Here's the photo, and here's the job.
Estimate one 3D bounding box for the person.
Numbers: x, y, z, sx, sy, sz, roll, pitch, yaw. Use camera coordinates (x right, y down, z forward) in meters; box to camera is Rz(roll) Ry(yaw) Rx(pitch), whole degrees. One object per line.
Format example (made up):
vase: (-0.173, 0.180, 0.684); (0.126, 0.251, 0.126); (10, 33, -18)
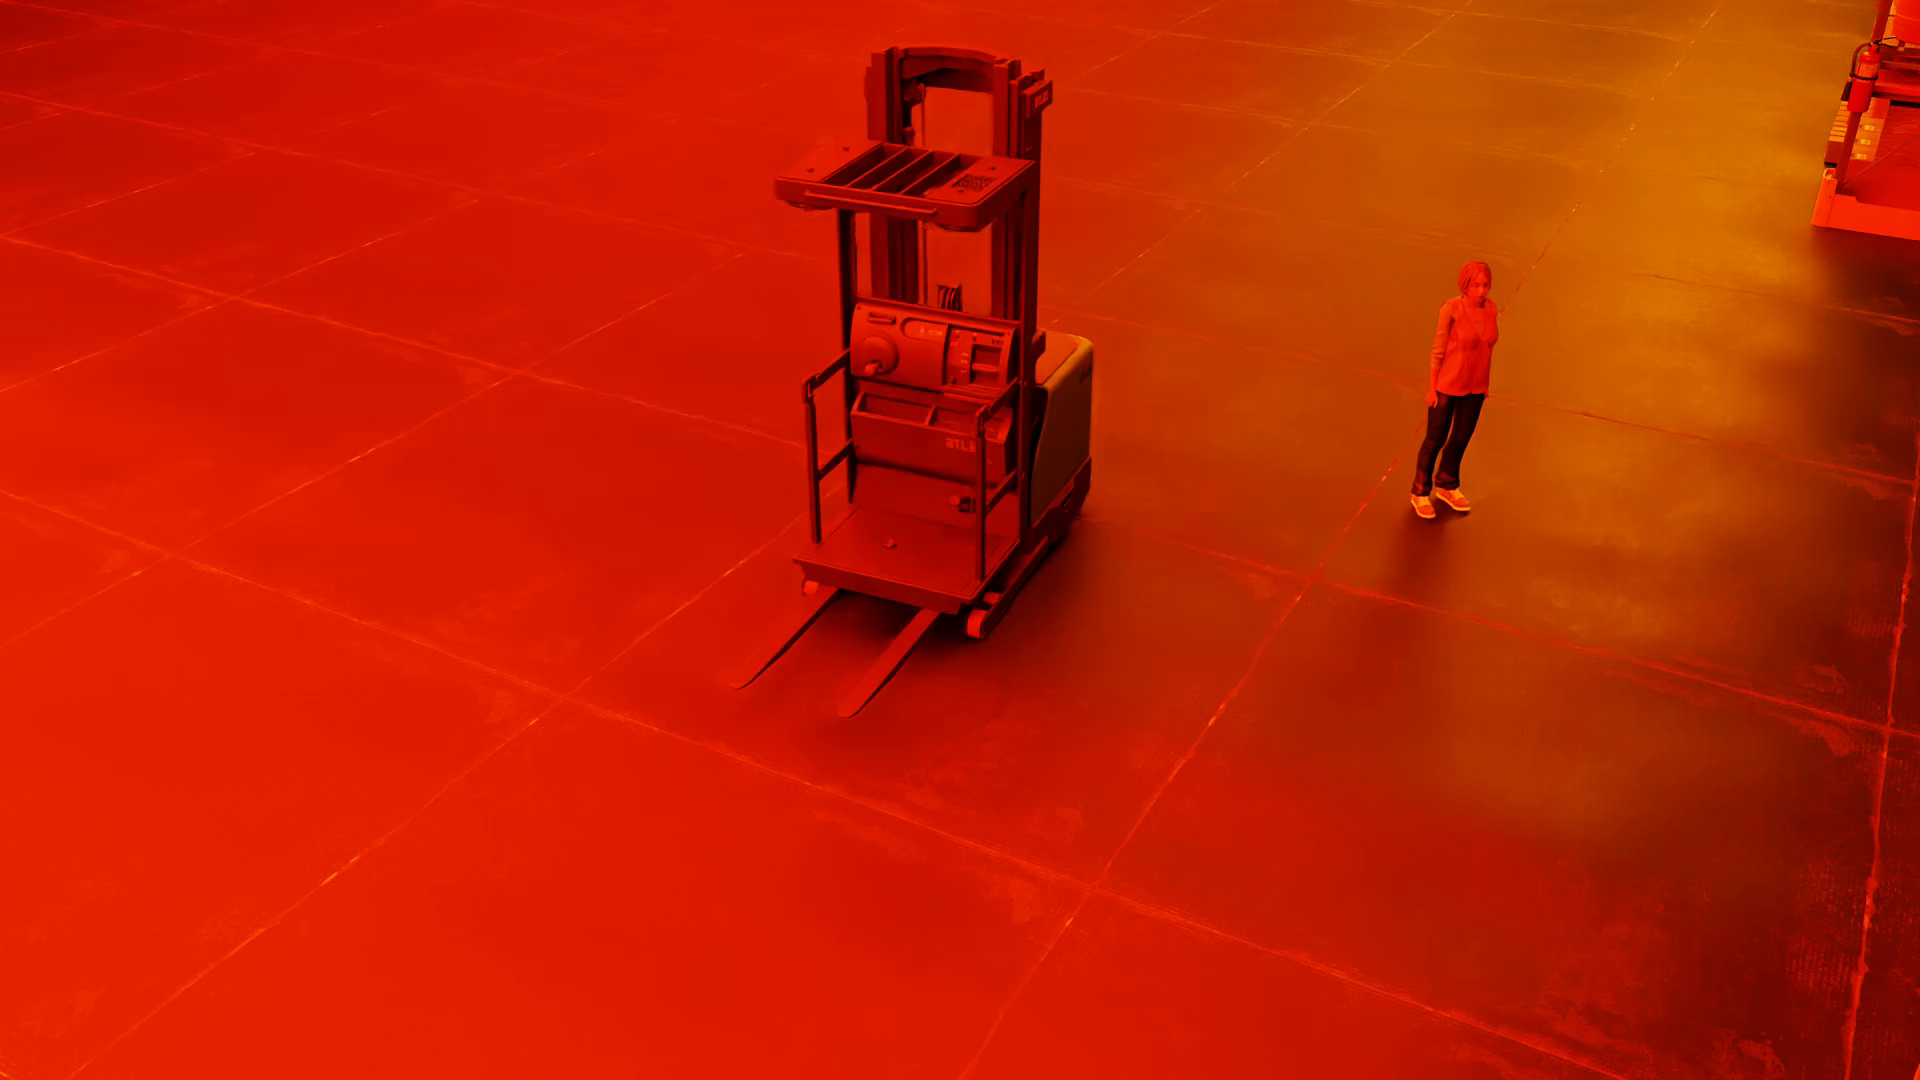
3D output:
person: (2.993, -0.908, 9.975); (0.415, 1.603, 0.316); (-9, 31, -15)

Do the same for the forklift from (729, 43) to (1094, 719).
forklift: (-0.241, -0.973, 8.756); (1.130, 2.935, 3.031); (12, 32, 20)
